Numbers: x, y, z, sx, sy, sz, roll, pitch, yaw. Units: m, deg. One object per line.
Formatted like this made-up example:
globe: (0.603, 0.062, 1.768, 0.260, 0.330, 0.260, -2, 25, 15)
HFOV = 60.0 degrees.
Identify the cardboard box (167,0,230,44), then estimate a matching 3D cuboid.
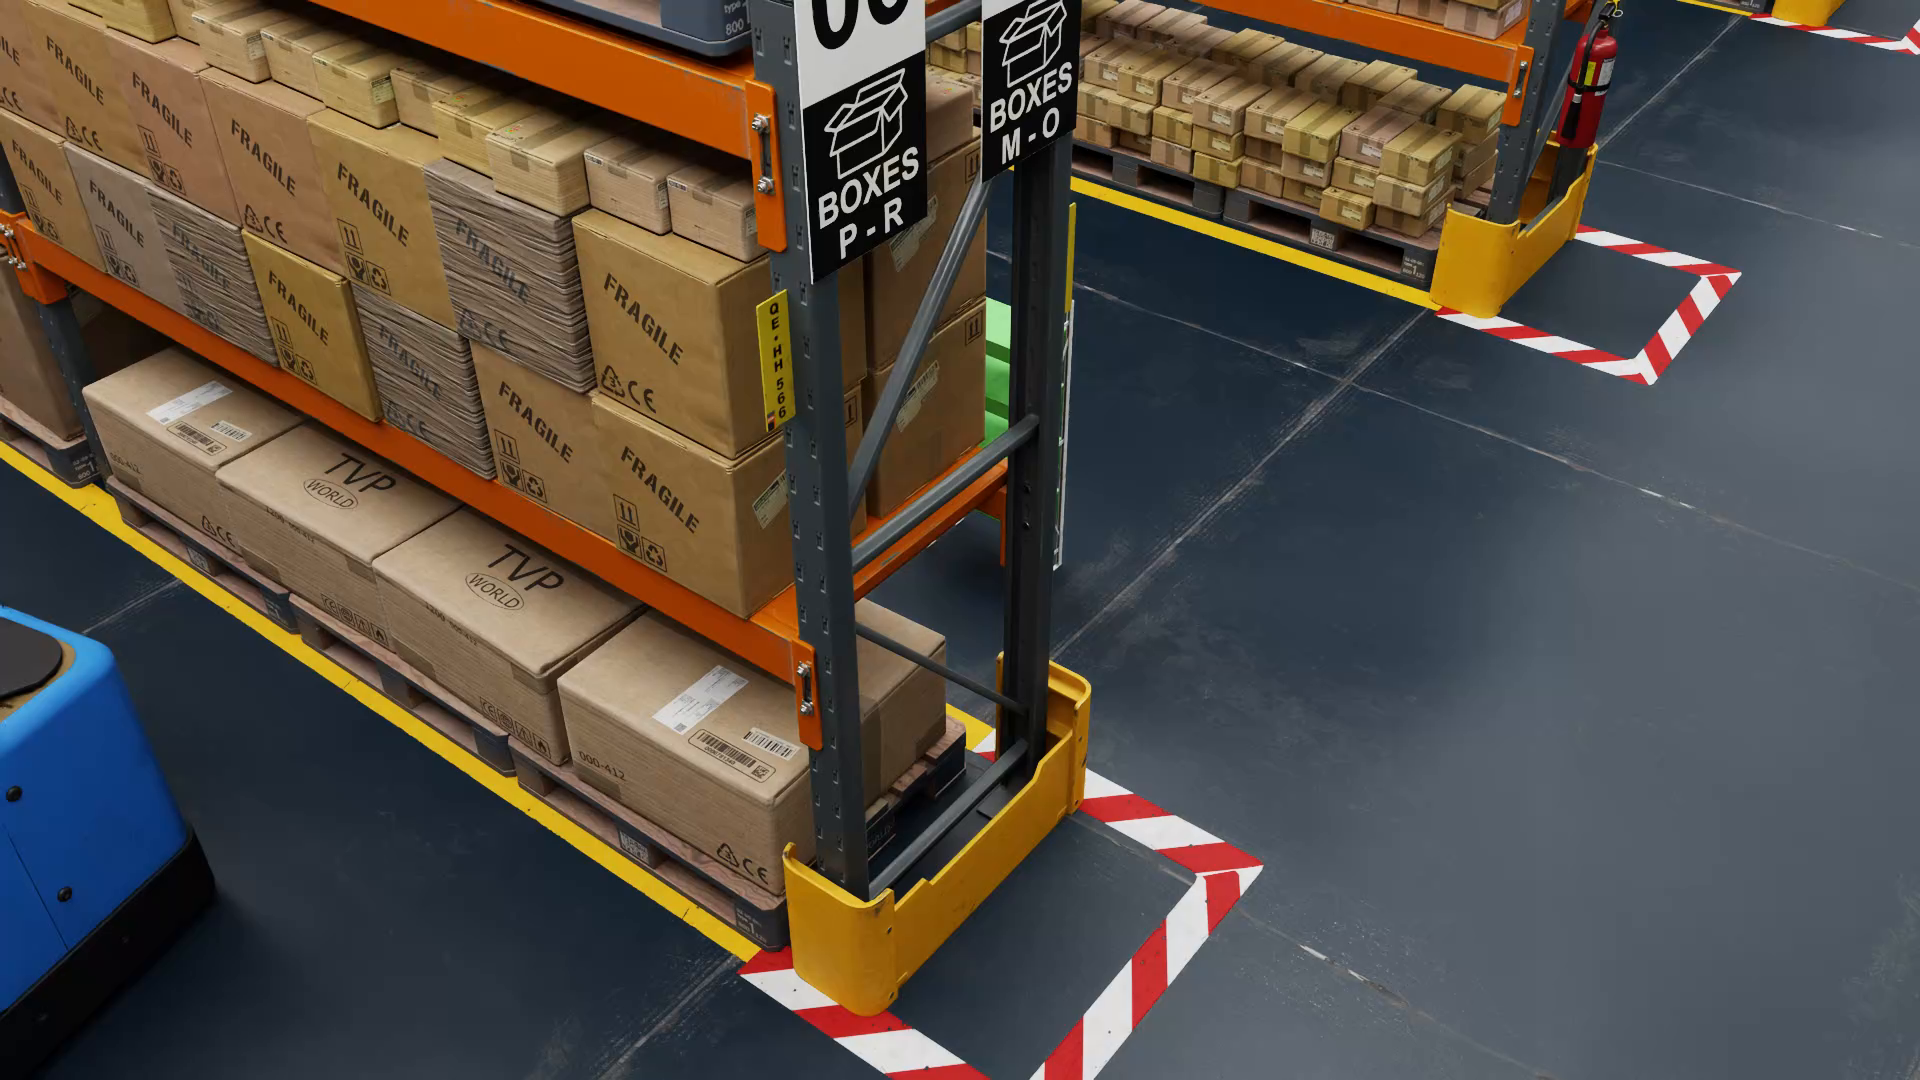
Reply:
cardboard box: (-2.103, -1.594, 4.934, 0.250, 0.149, 0.380, 25, 45, 28)

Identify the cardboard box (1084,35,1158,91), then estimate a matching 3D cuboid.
cardboard box: (0.887, -2.627, 9.161, 0.250, 0.149, 0.380, 23, 44, 27)

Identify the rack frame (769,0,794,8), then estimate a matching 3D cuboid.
rack frame: (-0.064, -2.469, 2.604, 0.127, 3.000, 1.000, 25, 45, 29)

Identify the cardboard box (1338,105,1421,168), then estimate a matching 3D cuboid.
cardboard box: (2.124, -2.042, 8.414, 0.250, 0.149, 0.380, 26, 45, 29)

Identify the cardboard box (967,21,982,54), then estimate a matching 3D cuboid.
cardboard box: (0.247, -2.910, 9.523, 0.250, 0.149, 0.380, 25, 44, 28)

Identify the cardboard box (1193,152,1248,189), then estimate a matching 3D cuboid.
cardboard box: (1.450, -2.045, 8.901, 0.250, 0.149, 0.380, 23, 44, 27)

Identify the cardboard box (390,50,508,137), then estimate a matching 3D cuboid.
cardboard box: (-1.283, -1.217, 4.453, 0.250, 0.149, 0.380, 25, 44, 28)

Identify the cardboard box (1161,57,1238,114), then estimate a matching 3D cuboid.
cardboard box: (1.285, -2.431, 8.911, 0.250, 0.149, 0.380, 24, 44, 27)

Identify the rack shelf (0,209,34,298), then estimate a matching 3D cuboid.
rack shelf: (-4.830, -2.071, 7.545, 4.000, 0.370, 1.077, 25, 45, 29)

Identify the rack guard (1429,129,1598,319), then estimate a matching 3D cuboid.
rack guard: (2.803, -1.613, 8.404, 0.348, 0.500, 1.175, 25, 45, 29)

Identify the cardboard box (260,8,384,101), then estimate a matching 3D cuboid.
cardboard box: (-1.715, -1.390, 4.674, 0.250, 0.149, 0.380, 27, 45, 30)

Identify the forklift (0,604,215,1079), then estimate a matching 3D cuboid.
forklift: (-3.906, -0.122, 4.528, 3.031, 2.935, 1.130, 16, 41, 19)

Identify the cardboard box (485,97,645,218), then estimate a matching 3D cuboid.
cardboard box: (-0.943, -0.970, 4.138, 0.250, 0.149, 0.380, 25, 44, 28)

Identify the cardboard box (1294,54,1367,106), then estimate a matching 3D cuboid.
cardboard box: (1.992, -2.462, 8.950, 0.250, 0.149, 0.380, 23, 44, 27)

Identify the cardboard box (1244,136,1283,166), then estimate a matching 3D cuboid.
cardboard box: (1.706, -2.131, 8.769, 0.250, 0.149, 0.380, 25, 44, 28)

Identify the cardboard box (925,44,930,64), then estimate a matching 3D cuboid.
cardboard box: (-0.221, -2.934, 9.795, 0.250, 0.149, 0.380, 27, 46, 30)

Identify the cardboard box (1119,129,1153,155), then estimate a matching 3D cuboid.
cardboard box: (1.090, -2.289, 9.212, 0.250, 0.149, 0.380, 27, 45, 30)

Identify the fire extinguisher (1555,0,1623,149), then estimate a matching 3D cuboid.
fire extinguisher: (2.783, -2.071, 7.327, 0.183, 0.674, 0.296, 25, 45, 29)

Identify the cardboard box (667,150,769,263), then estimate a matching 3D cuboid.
cardboard box: (-0.471, -0.831, 3.960, 0.250, 0.149, 0.380, 26, 45, 29)

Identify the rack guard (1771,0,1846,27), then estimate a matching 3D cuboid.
rack guard: (5.976, -3.966, 11.410, 0.348, 0.500, 1.175, 25, 45, 29)

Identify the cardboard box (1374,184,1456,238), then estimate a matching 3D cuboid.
cardboard box: (2.318, -1.706, 8.468, 0.250, 0.149, 0.380, 26, 45, 29)

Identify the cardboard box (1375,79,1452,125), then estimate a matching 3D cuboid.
cardboard box: (2.361, -2.252, 8.683, 0.250, 0.149, 0.380, 26, 45, 29)

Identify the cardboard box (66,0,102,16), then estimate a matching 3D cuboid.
cardboard box: (-2.546, -1.762, 5.148, 0.250, 0.149, 0.380, 25, 44, 28)

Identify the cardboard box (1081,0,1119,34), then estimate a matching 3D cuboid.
cardboard box: (0.714, -3.036, 9.684, 0.250, 0.149, 0.380, 27, 45, 30)

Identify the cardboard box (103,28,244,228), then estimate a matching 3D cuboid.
cardboard box: (-2.213, -1.351, 5.150, 0.500, 0.500, 0.500, 26, 45, 29)

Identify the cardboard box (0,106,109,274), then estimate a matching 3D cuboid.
cardboard box: (-3.027, -1.340, 5.947, 0.500, 0.500, 0.500, 27, 45, 30)

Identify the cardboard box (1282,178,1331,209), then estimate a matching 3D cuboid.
cardboard box: (1.895, -1.894, 8.708, 0.250, 0.149, 0.380, 25, 44, 28)

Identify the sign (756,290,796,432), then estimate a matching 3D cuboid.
sign: (-0.405, -0.395, 3.690, 0.005, 0.325, 0.100, 25, 45, 29)

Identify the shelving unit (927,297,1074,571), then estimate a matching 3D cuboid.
shelving unit: (0.131, -0.410, 6.301, 0.503, 1.200, 0.258, 25, 45, 29)

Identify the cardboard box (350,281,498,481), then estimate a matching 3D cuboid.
cardboard box: (-1.412, -0.580, 4.977, 0.500, 0.500, 0.500, 27, 45, 30)

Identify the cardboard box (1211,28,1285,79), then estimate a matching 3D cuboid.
cardboard box: (1.596, -2.691, 9.243, 0.250, 0.149, 0.380, 26, 45, 29)

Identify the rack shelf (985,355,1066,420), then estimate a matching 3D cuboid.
rack shelf: (0.131, -0.549, 6.192, 0.480, 0.148, 0.258, 25, 45, 29)

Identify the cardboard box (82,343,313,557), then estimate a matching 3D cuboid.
cardboard box: (-2.808, -0.474, 6.659, 0.875, 0.438, 0.875, 25, 44, 28)

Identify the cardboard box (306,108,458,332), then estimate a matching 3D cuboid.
cardboard box: (-1.415, -0.972, 4.666, 0.500, 0.500, 0.500, 25, 44, 28)

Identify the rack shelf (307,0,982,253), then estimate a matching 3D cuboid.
rack shelf: (-1.653, -1.754, 4.707, 4.000, 0.370, 1.077, 25, 45, 29)

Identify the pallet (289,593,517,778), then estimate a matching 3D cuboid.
pallet: (-1.711, 0.273, 6.230, 1.213, 0.211, 1.003, 25, 45, 29)

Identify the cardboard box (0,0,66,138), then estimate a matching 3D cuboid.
cardboard box: (-3.010, -1.741, 5.648, 0.500, 0.500, 0.500, 26, 45, 29)

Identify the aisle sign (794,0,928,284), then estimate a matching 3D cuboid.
aisle sign: (-0.195, -0.952, 3.423, 0.004, 0.787, 0.394, 25, 45, 29)

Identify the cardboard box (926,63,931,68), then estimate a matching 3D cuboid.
cardboard box: (-0.220, -2.816, 9.885, 0.250, 0.149, 0.380, 23, 44, 27)

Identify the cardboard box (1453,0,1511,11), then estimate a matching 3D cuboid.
cardboard box: (2.350, -2.767, 7.529, 0.500, 0.500, 0.500, 26, 45, 29)

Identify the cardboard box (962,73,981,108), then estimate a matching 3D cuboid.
cardboard box: (0.220, -2.648, 9.671, 0.250, 0.149, 0.380, 25, 44, 28)

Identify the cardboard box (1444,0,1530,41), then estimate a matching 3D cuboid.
cardboard box: (2.432, -2.453, 7.654, 0.250, 0.149, 0.380, 25, 45, 29)

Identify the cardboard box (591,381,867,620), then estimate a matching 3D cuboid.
cardboard box: (-0.608, -0.197, 4.487, 0.500, 0.500, 0.500, 26, 45, 29)

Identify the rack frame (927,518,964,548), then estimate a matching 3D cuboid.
rack frame: (-0.062, -0.502, 6.418, 0.015, 1.200, 0.240, 25, 45, 29)

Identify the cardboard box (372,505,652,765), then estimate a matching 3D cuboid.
cardboard box: (-1.381, 0.200, 5.799, 0.875, 0.438, 0.875, 27, 45, 30)

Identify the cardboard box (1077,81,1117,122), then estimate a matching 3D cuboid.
cardboard box: (0.829, -2.467, 9.198, 0.250, 0.149, 0.380, 25, 44, 28)

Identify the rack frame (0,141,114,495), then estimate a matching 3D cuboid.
rack frame: (-3.241, -1.605, 6.366, 0.127, 3.000, 1.000, 25, 45, 29)

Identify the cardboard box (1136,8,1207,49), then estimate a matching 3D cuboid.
cardboard box: (1.207, -2.885, 9.491, 0.250, 0.149, 0.380, 24, 44, 27)

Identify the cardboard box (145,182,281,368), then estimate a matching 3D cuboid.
cardboard box: (-2.239, -0.960, 5.462, 0.500, 0.500, 0.500, 26, 45, 29)

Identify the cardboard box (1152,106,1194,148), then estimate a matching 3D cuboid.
cardboard box: (1.245, -2.273, 8.950, 0.250, 0.149, 0.380, 28, 46, 31)

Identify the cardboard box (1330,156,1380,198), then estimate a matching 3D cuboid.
cardboard box: (2.096, -1.910, 8.488, 0.250, 0.149, 0.380, 24, 44, 28)

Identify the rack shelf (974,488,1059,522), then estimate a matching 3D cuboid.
rack shelf: (0.131, -0.171, 6.488, 0.480, 0.148, 0.258, 25, 45, 29)

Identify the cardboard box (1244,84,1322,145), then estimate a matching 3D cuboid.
cardboard box: (1.674, -2.205, 8.622, 0.250, 0.149, 0.380, 23, 44, 27)

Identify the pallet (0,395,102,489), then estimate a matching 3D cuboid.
pallet: (-3.900, -0.759, 7.548, 1.213, 0.211, 1.003, 25, 45, 29)

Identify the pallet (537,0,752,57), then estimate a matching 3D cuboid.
pallet: (-0.660, -1.526, 3.904, 1.213, 0.211, 1.003, 25, 45, 29)

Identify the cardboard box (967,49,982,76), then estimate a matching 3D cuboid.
cardboard box: (0.250, -2.809, 9.636, 0.250, 0.149, 0.380, 25, 44, 28)

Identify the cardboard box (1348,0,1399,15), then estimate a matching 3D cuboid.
cardboard box: (2.049, -2.651, 7.907, 0.250, 0.149, 0.380, 25, 44, 28)

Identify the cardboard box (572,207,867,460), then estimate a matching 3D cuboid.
cardboard box: (-0.591, -0.604, 4.196, 0.500, 0.500, 0.500, 27, 45, 30)

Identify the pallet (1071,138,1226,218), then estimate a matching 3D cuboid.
pallet: (1.214, -2.278, 9.488, 1.213, 0.211, 1.003, 25, 45, 29)
